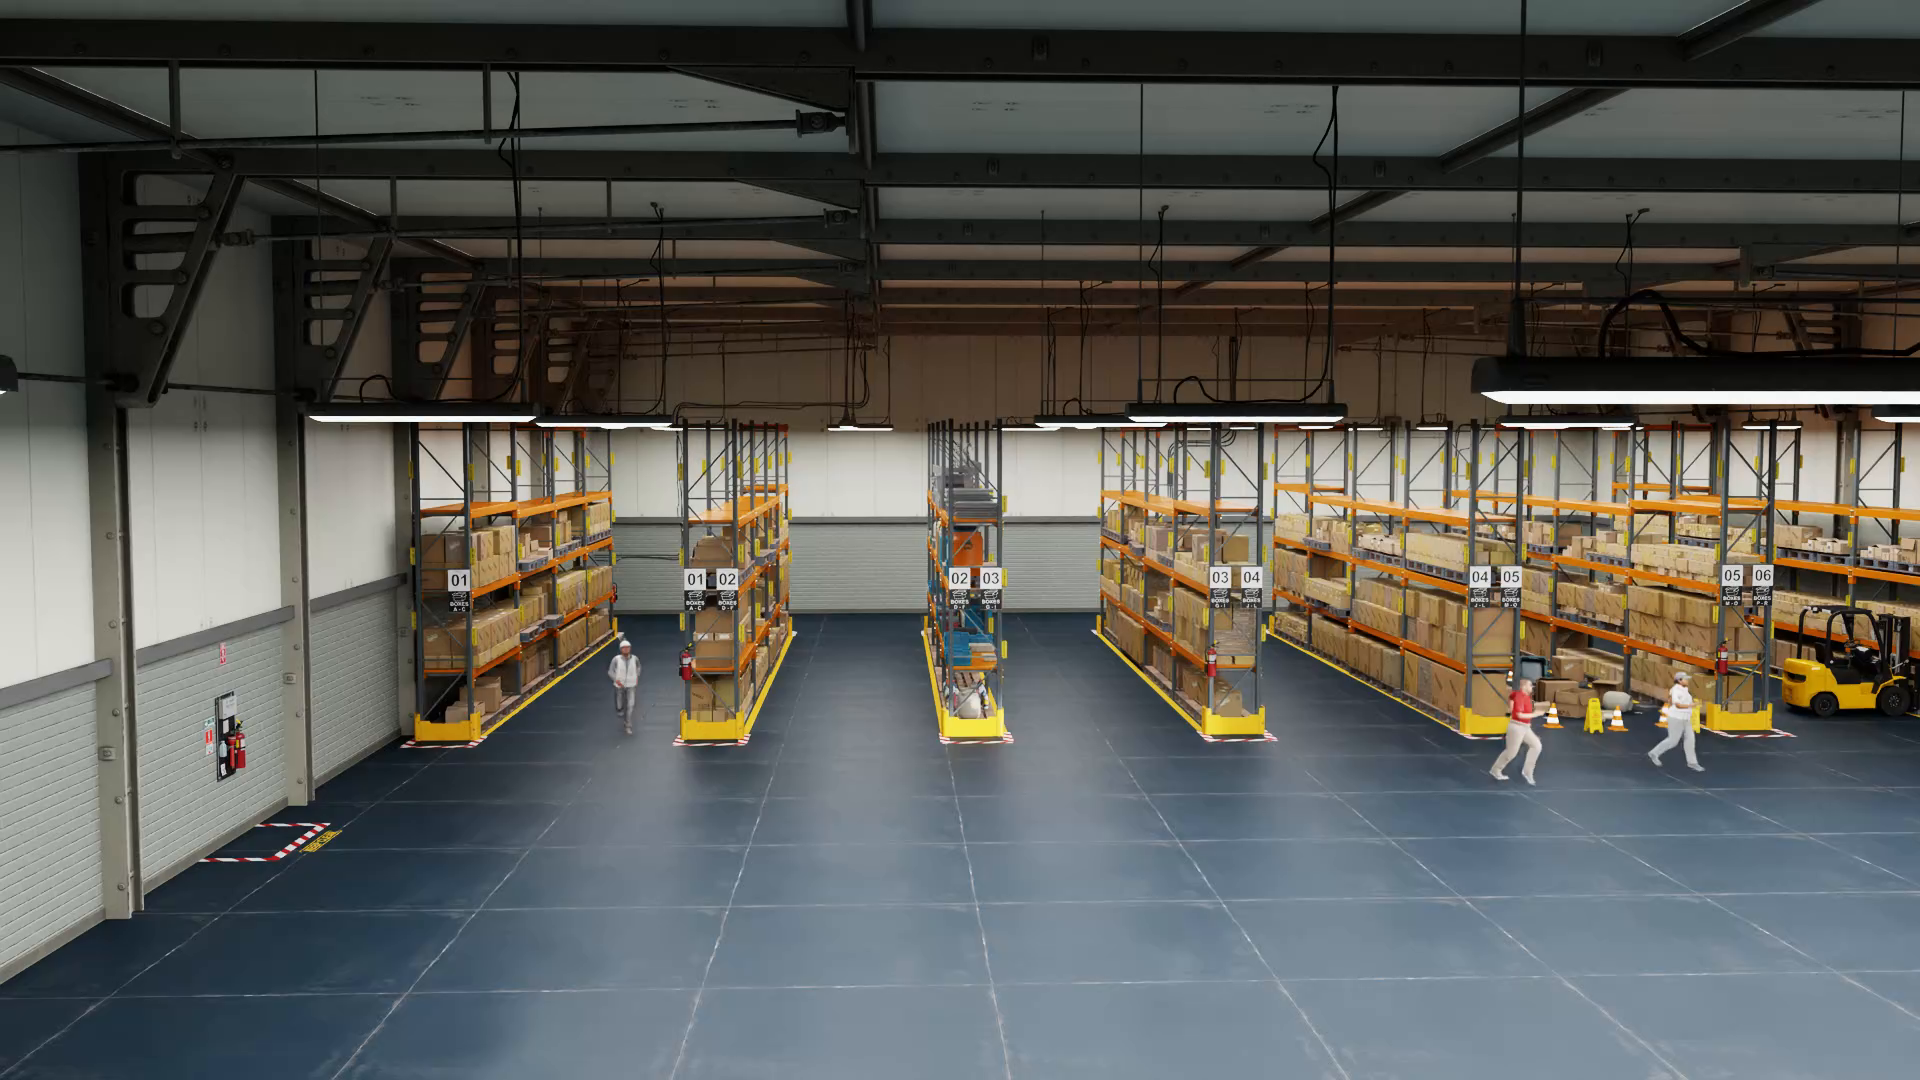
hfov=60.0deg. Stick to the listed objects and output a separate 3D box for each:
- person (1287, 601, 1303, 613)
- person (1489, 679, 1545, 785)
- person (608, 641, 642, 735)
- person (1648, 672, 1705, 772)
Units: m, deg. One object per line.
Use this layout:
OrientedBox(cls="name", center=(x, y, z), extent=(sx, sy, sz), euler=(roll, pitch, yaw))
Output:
OrientedBox(cls="person", center=(9.885, 1.722, 48.937), extent=(0.821, 1.772, 0.603), euler=(0, 4, -3))
OrientedBox(cls="person", center=(9.109, 3.138, 27.170), extent=(0.868, 1.771, 0.687), euler=(2, 4, 29))
OrientedBox(cls="person", center=(-6.460, 2.819, 32.081), extent=(0.639, 1.762, 1.033), euler=(-1, 4, -13))
OrientedBox(cls="person", center=(12.204, 3.067, 28.229), extent=(0.862, 1.664, 0.632), euler=(3, 4, 35))
